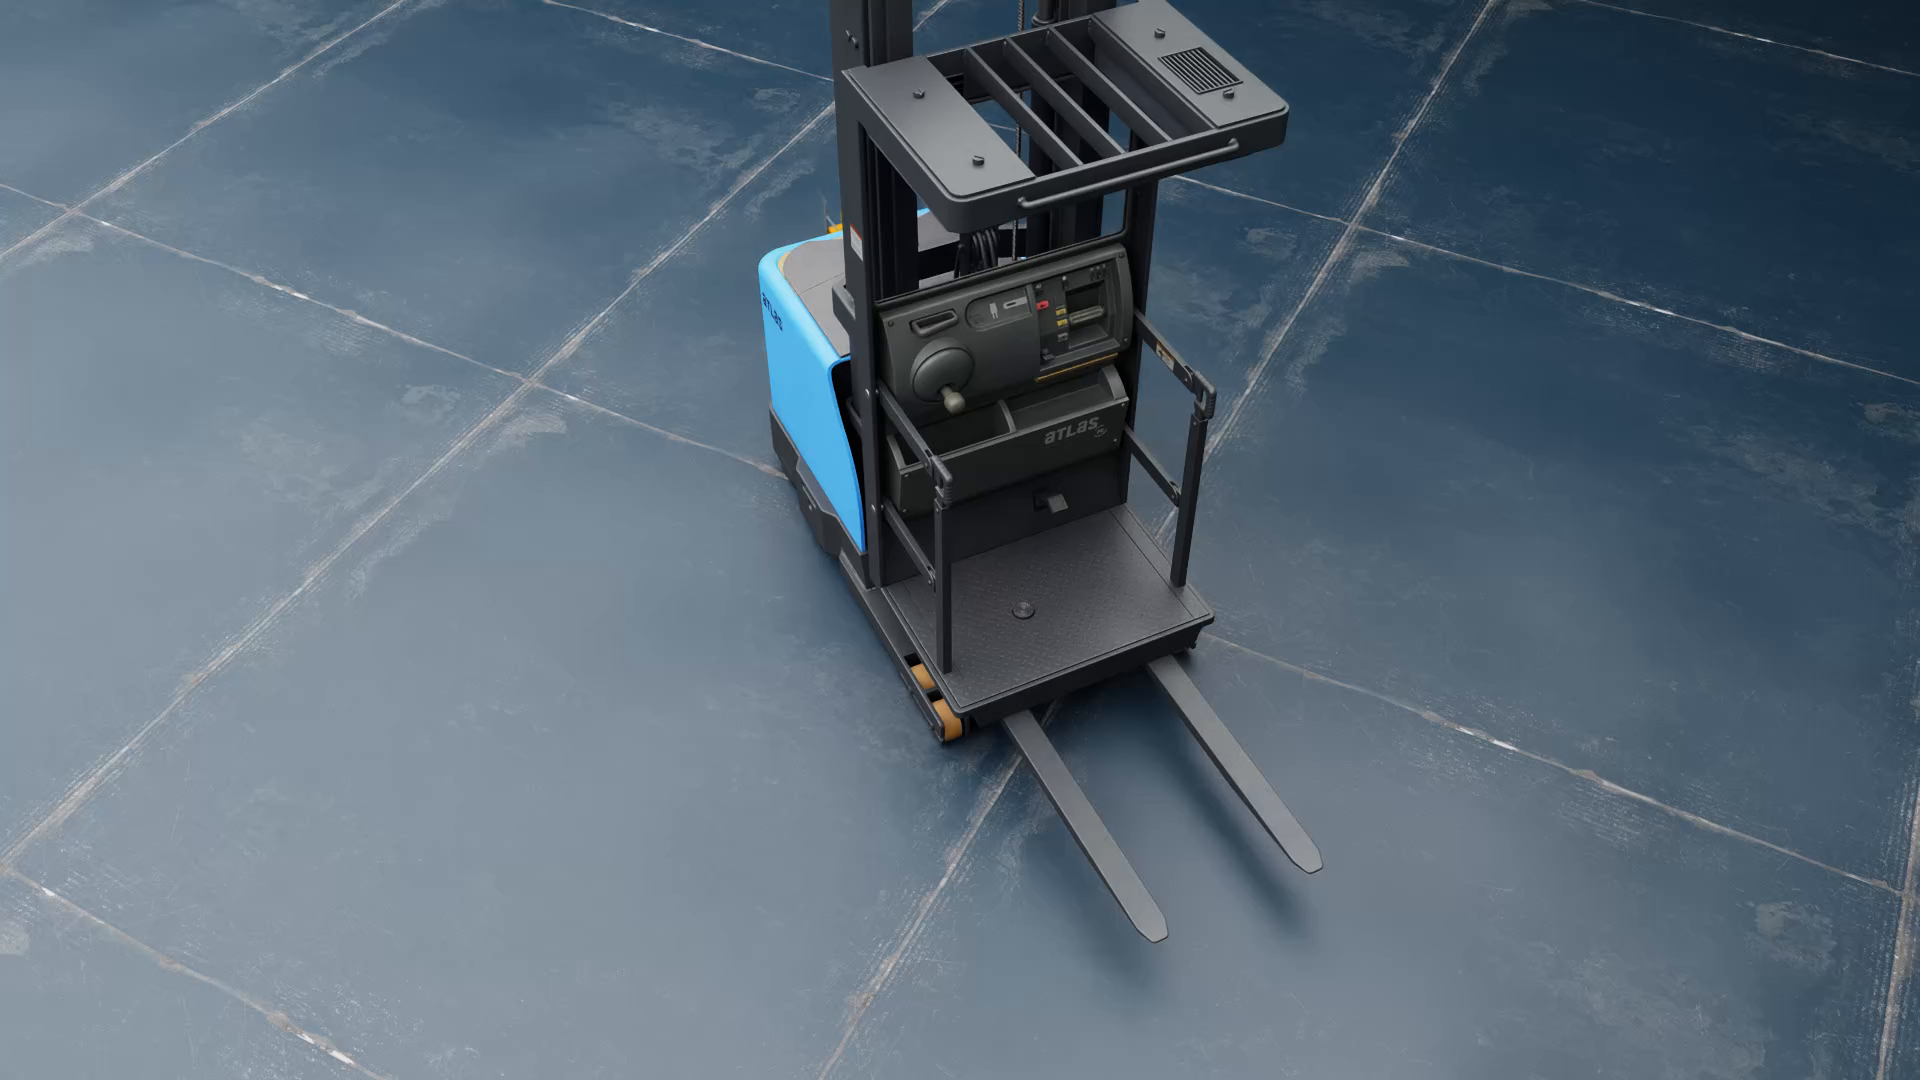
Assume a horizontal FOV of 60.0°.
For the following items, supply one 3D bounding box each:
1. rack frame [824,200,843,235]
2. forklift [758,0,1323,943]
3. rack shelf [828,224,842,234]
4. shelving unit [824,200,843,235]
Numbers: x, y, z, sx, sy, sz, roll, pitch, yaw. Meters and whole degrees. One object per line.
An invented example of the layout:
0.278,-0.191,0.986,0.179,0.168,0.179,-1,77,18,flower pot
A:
-0.523,-0.991,7.271,0.008,1.050,0.200,-20,49,-18,rack frame
0.271,-0.632,5.594,1.130,2.935,3.031,-19,48,-18,forklift
-0.414,-1.222,7.116,0.240,0.259,0.215,-20,49,-18,rack shelf
-0.414,-1.030,7.310,0.252,1.050,0.215,-20,49,-18,shelving unit
